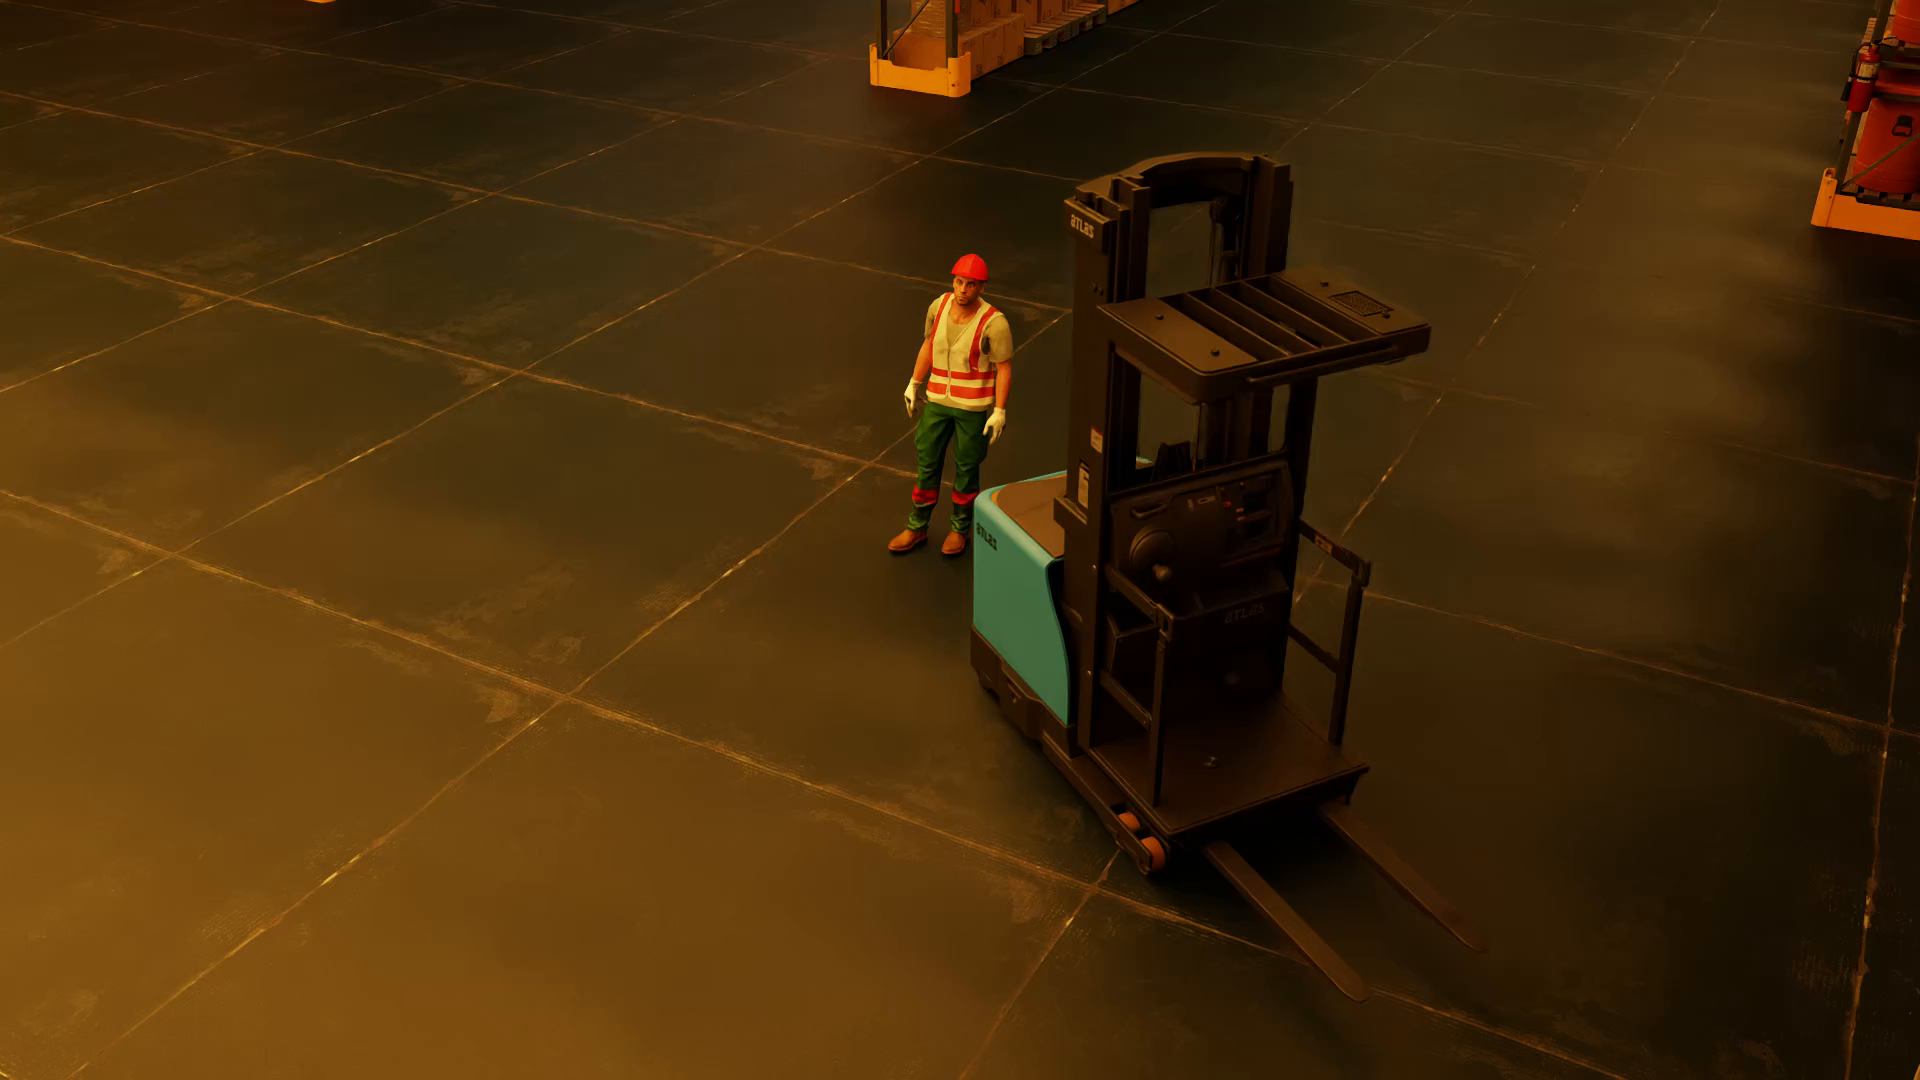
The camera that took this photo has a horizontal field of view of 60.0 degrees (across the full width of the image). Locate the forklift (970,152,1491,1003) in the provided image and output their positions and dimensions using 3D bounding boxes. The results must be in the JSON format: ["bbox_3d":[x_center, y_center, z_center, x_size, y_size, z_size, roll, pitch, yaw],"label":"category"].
[{"bbox_3d":[1.165,-0.033,7.127,1.130,2.935,3.031,-14,33,-23],"label":"forklift"}]

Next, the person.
[{"bbox_3d":[-0.050,-0.749,9.496,0.638,1.788,0.563,15,33,25],"label":"person"}]
